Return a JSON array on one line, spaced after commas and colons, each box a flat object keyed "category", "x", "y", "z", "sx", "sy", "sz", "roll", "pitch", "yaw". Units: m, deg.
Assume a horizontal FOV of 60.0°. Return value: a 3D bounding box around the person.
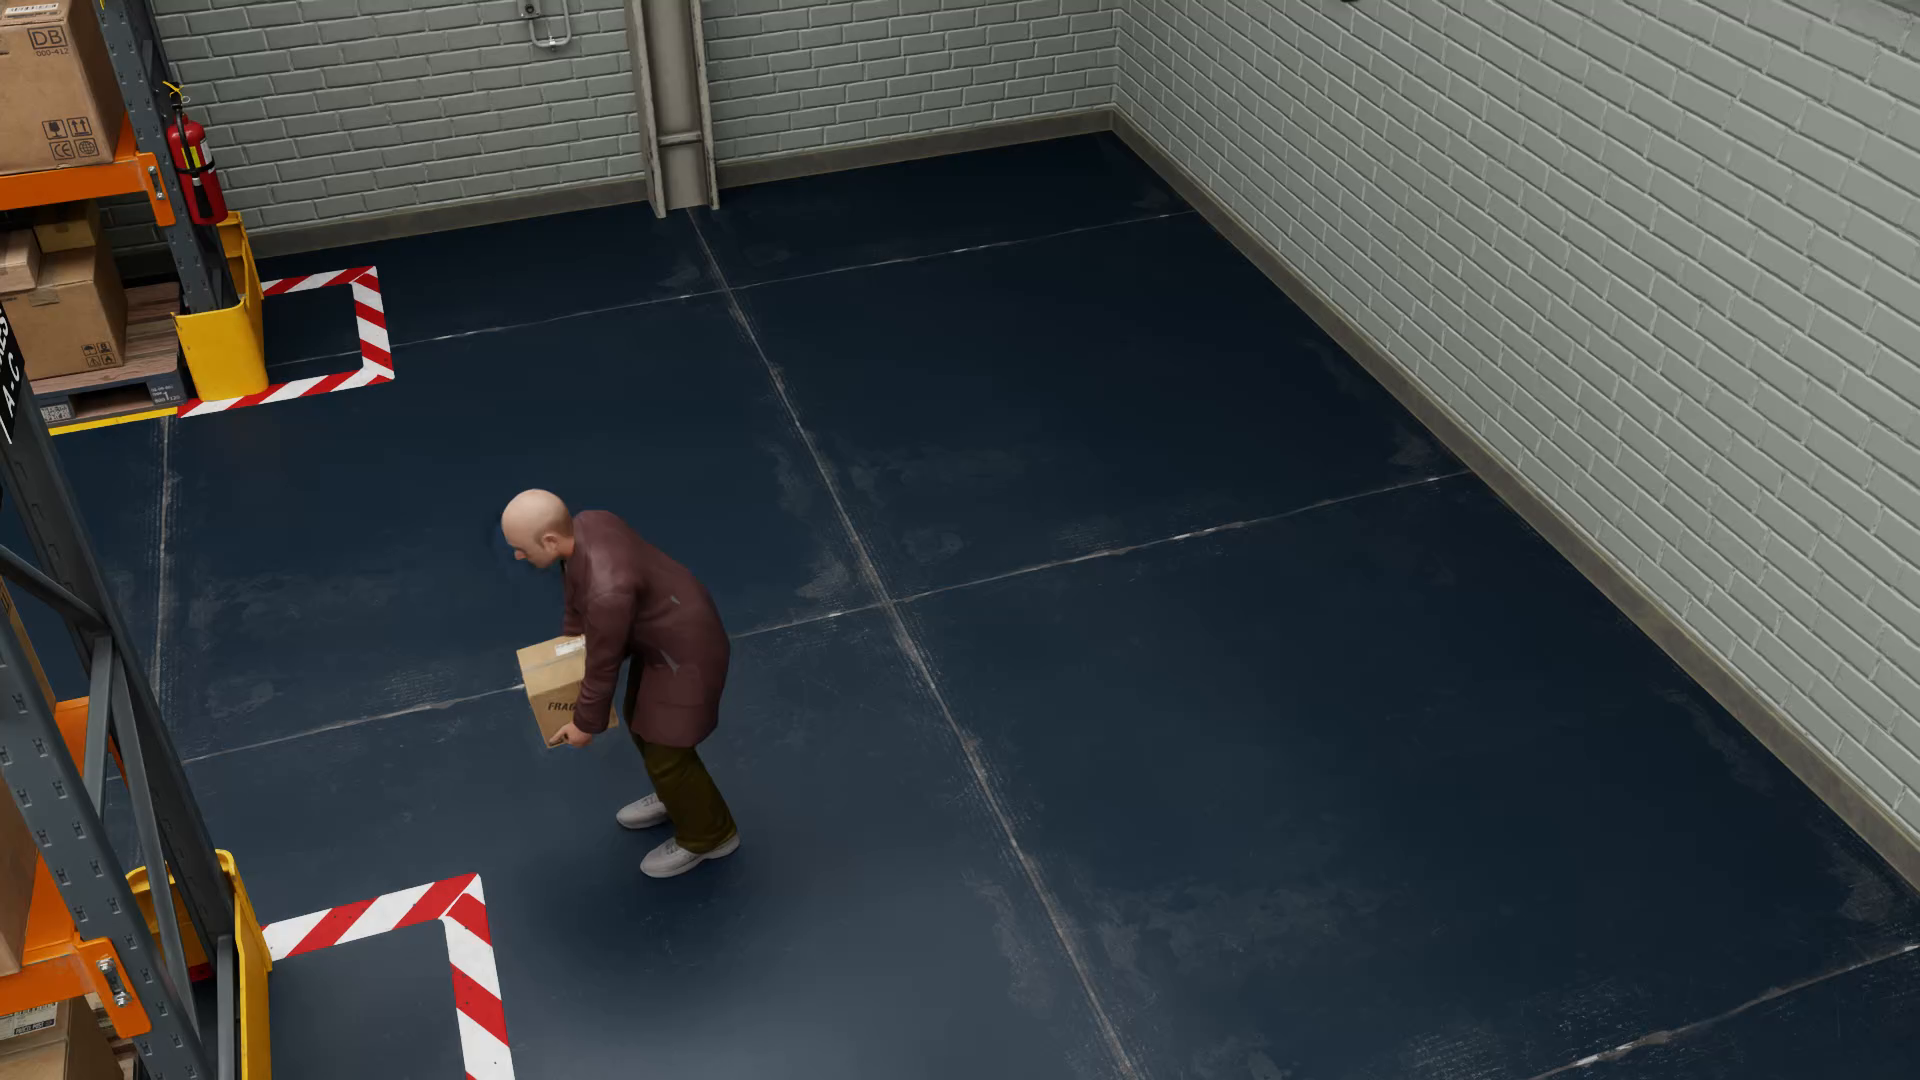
[{"category": "person", "x": -1.112, "y": 0.457, "z": 5.673, "sx": 0.662, "sy": 1.649, "sz": 0.543, "roll": -13, "pitch": 39, "yaw": -17}]
